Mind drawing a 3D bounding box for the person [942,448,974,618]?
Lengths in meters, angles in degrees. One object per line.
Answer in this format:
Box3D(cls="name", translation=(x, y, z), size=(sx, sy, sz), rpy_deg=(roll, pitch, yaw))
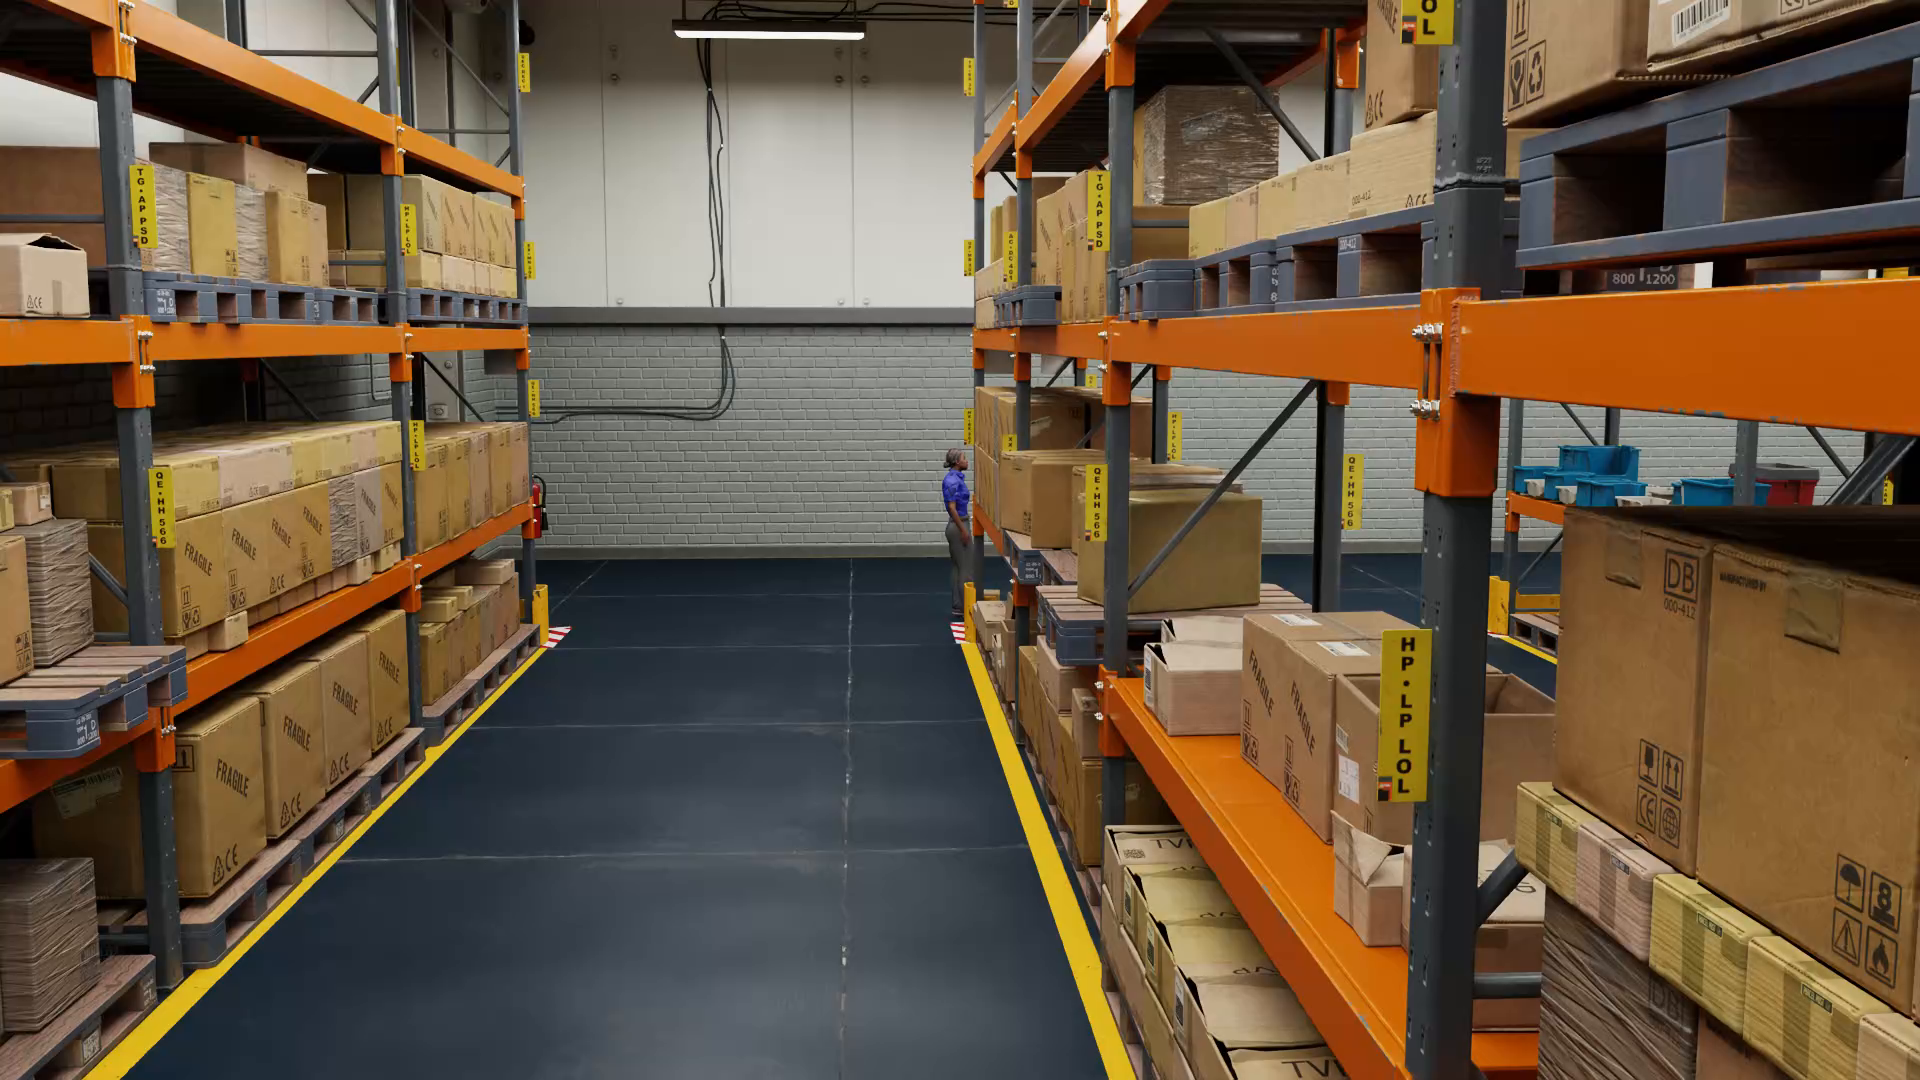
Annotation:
Box3D(cls="person", translation=(0.078, -0.069, 16.268), size=(0.503, 1.656, 0.569), rpy_deg=(0, 7, 2))
